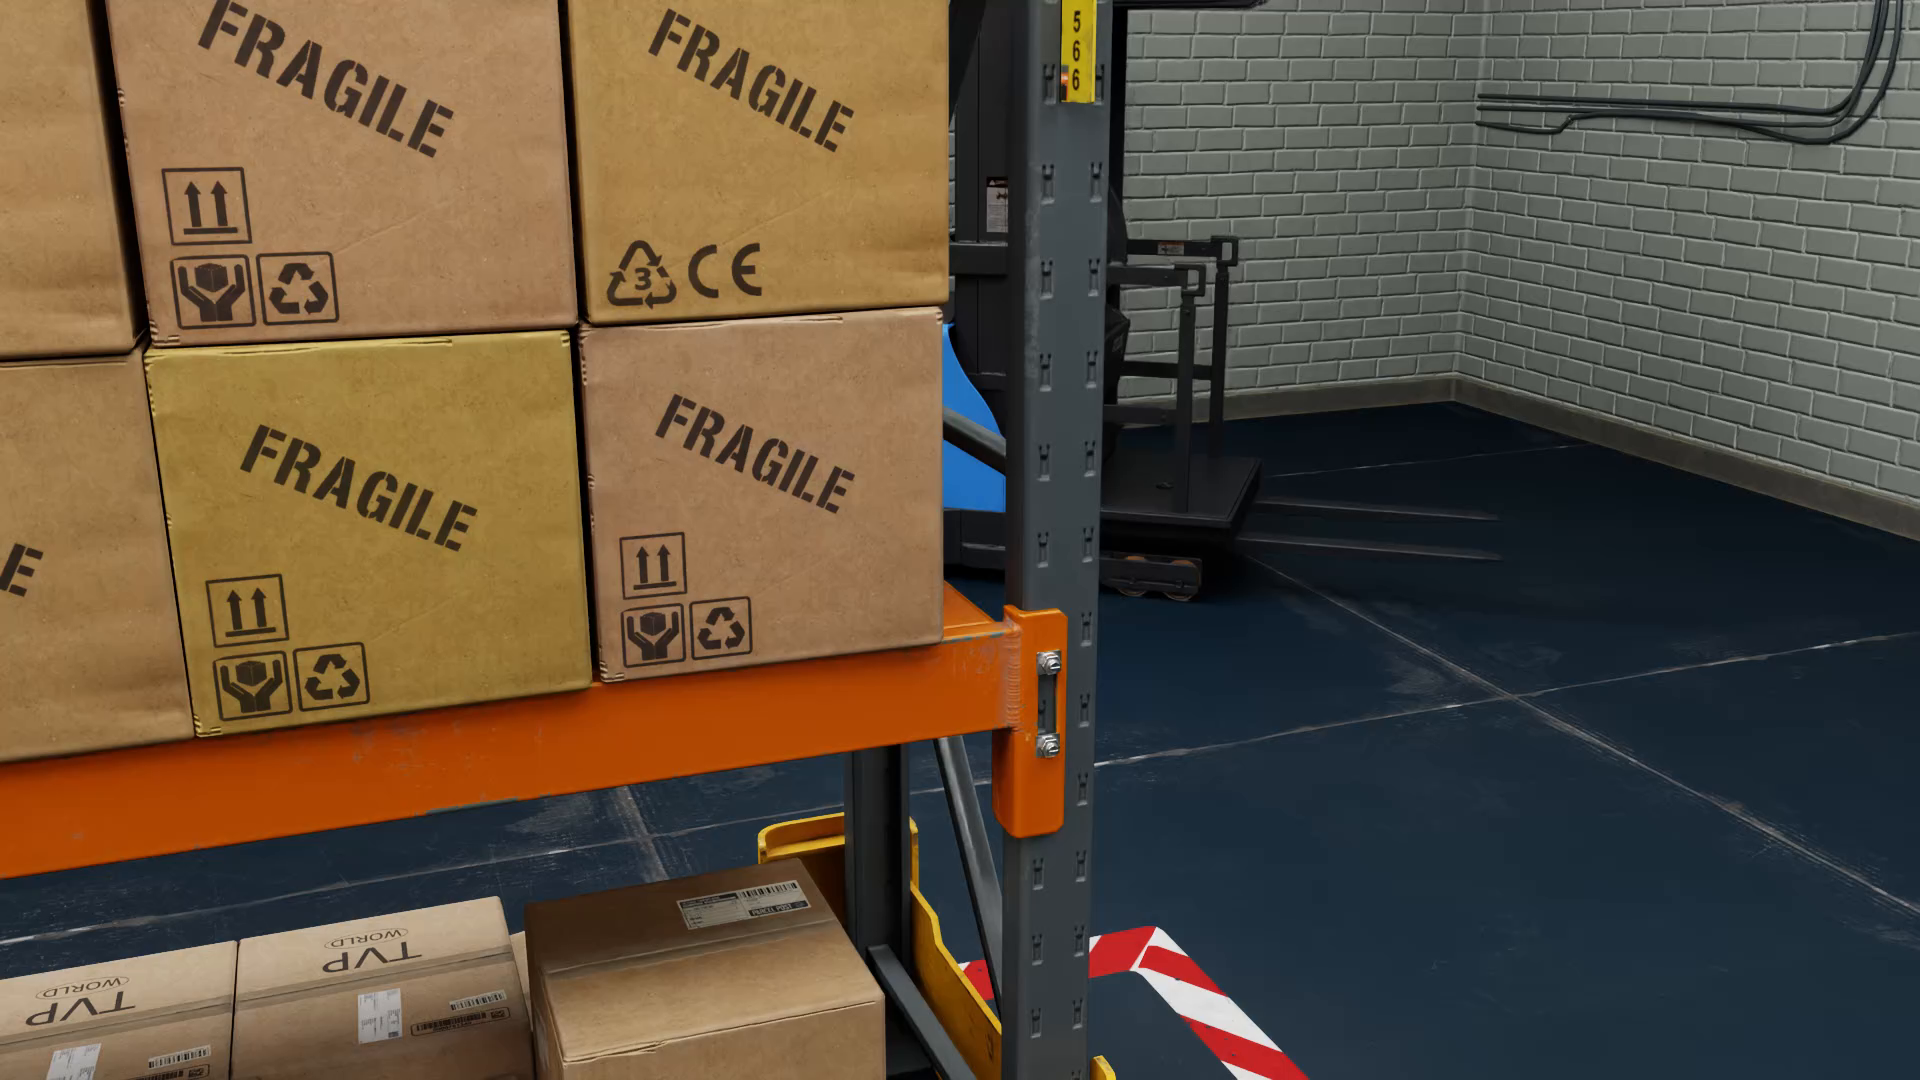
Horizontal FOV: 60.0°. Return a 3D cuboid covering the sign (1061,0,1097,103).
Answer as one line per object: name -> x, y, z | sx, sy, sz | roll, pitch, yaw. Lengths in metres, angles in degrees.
sign -> 0.160, -0.755, 2.231 | 0.005, 0.325, 0.100 | -6, 17, -20

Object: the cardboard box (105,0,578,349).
cardboard box -> -0.808, -0.556, 2.214 | 0.500, 0.500, 0.500 | -6, 17, -19

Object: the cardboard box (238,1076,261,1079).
cardboard box -> -1.337, 1.120, 2.561 | 0.500, 0.250, 0.500 | -6, 17, -20

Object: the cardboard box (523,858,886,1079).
cardboard box -> -0.439, 0.912, 2.825 | 0.500, 0.500, 0.500 | -6, 17, -20

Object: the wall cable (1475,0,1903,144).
wall cable -> 3.614, -3.364, 8.593 | 0.112, 2.526, 3.097 | -6, 17, -20

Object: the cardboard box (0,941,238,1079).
cardboard box -> -1.562, 0.993, 2.992 | 0.500, 0.250, 0.500 | -6, 17, -20

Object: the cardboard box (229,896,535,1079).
cardboard box -> -1.096, 0.943, 3.164 | 0.500, 0.250, 0.500 | -6, 17, -20

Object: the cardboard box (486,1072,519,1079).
cardboard box -> -0.849, 1.089, 2.814 | 0.250, 0.166, 0.380 | -6, 17, -20

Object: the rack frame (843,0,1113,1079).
rack frame -> -0.019, -0.196, 2.943 | 0.127, 3.000, 1.000 | -6, 17, -20

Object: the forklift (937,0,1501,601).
forklift -> 0.771, -1.325, 6.909 | 3.031, 2.935, 1.130 | 5, 17, 16

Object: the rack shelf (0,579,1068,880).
rack shelf -> -1.887, 0.351, 2.357 | 4.000, 0.370, 1.077 | -6, 17, -20

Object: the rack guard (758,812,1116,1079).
rack guard -> -0.090, 1.011, 3.269 | 0.348, 0.500, 1.175 | -6, 17, -20

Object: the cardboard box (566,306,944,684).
cardboard box -> -0.340, -0.127, 2.531 | 0.500, 0.500, 0.500 | -6, 17, -18

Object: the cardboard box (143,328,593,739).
cardboard box -> -0.823, -0.074, 2.350 | 0.500, 0.500, 0.500 | -6, 17, -20

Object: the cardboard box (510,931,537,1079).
cardboard box -> -0.767, 0.929, 3.358 | 0.250, 0.166, 0.380 | -6, 17, -20

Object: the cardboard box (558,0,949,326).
cardboard box -> -0.337, -0.607, 2.388 | 0.500, 0.500, 0.500 | -6, 18, -21

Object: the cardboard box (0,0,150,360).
cardboard box -> -1.291, -0.502, 2.032 | 0.500, 0.500, 0.500 | -6, 17, -19

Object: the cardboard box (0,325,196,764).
cardboard box -> -1.291, -0.025, 2.183 | 0.500, 0.500, 0.500 | -6, 17, -20
